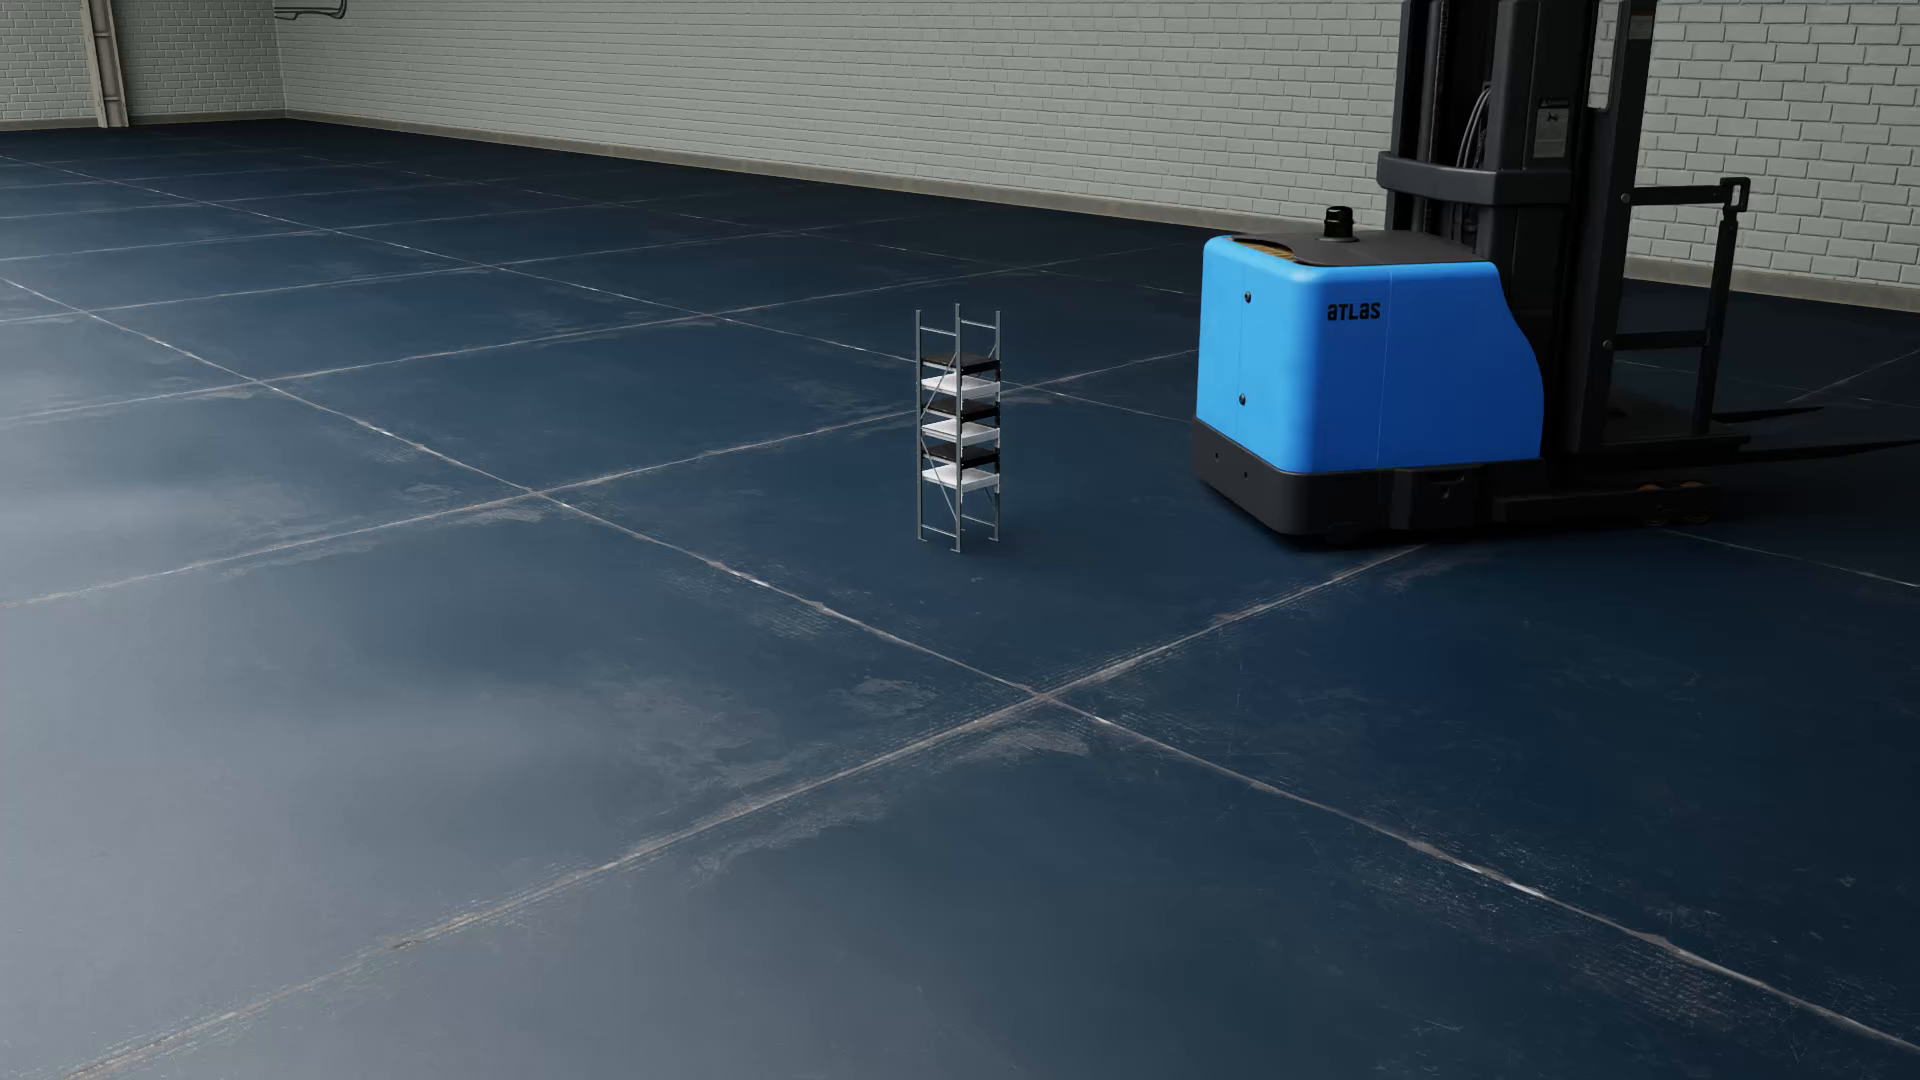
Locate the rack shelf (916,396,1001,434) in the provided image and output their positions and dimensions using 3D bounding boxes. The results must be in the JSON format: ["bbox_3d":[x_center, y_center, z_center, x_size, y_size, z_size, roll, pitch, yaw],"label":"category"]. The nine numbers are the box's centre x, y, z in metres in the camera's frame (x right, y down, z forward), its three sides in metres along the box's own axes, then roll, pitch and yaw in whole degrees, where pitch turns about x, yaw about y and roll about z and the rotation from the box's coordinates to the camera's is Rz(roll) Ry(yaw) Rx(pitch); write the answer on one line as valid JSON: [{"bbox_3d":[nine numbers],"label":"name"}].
[{"bbox_3d":[-0.006,-0.480,6.323,0.200,0.077,0.258,-16,24,-41],"label":"rack shelf"}]

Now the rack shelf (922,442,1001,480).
[{"bbox_3d":[-0.006,-0.309,6.379,0.200,0.077,0.258,-16,24,-41],"label":"rack shelf"}]

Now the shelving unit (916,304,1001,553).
[{"bbox_3d":[-0.006,-0.426,6.341,0.210,0.900,0.258,-16,24,-41],"label":"shelving unit"}]

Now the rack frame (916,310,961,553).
[{"bbox_3d":[-0.080,-0.405,6.274,0.006,0.900,0.240,-16,24,-41],"label":"rack frame"}]

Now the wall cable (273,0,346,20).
[{"bbox_3d":[-11.114,-10.053,27.935,0.112,2.526,3.097,-16,24,-41],"label":"wall cable"}]

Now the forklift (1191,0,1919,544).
[{"bbox_3d":[2.569,-1.602,6.673,3.031,2.935,1.130,-4,18,-13],"label":"forklift"}]

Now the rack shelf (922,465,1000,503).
[{"bbox_3d":[-0.006,-0.223,6.406,0.200,0.077,0.258,-16,24,-41],"label":"rack shelf"}]

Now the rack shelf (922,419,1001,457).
[{"bbox_3d":[-0.006,-0.395,6.351,0.200,0.077,0.258,-16,24,-41],"label":"rack shelf"}]

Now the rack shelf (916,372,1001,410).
[{"bbox_3d":[-0.006,-0.566,6.295,0.200,0.077,0.258,-16,24,-41],"label":"rack shelf"}]

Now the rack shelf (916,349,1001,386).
[{"bbox_3d":[-0.006,-0.651,6.268,0.200,0.077,0.258,-16,24,-41],"label":"rack shelf"}]

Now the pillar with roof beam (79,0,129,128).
[{"bbox_3d":[-11.205,-10.237,23.469,0.400,9.000,9.100,-16,24,-41],"label":"pillar with roof beam"}]

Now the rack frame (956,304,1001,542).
[{"bbox_3d":[0.068,-0.448,6.407,0.006,0.900,0.240,-16,24,-41],"label":"rack frame"}]
